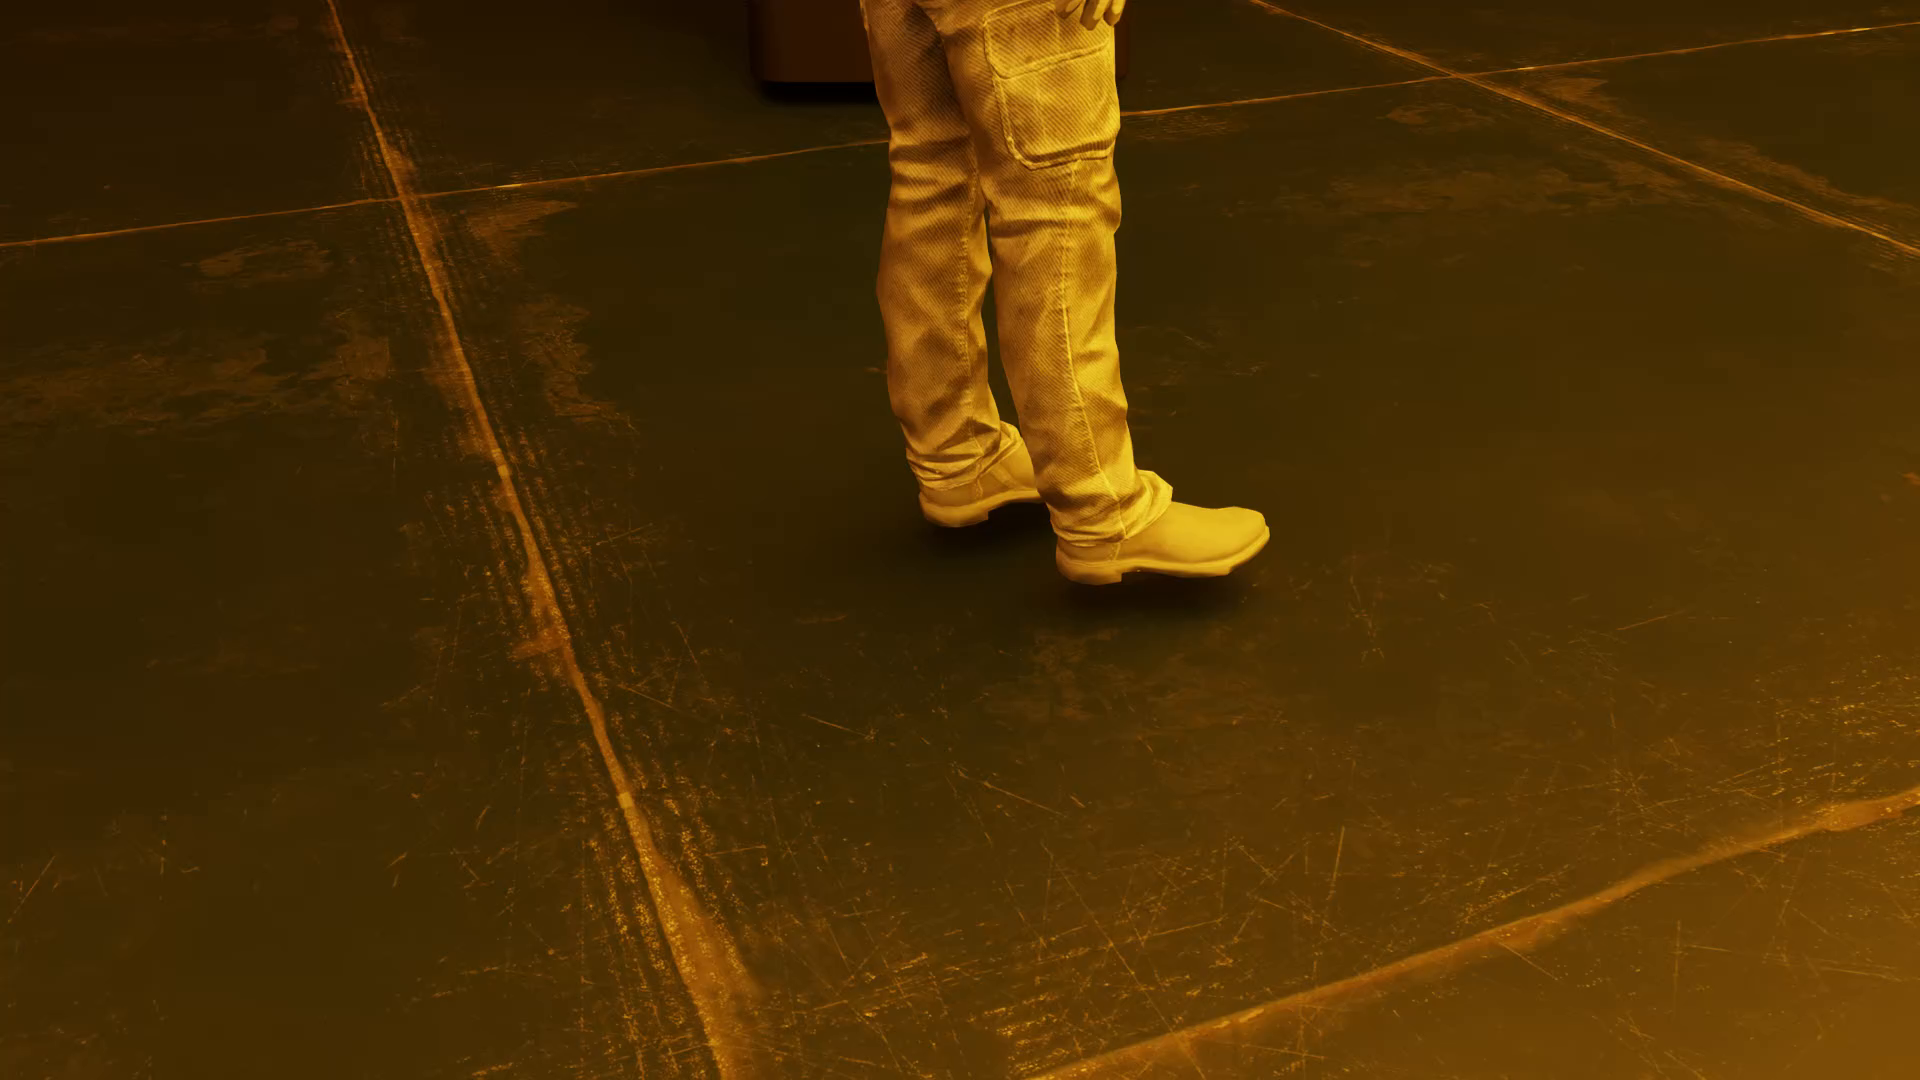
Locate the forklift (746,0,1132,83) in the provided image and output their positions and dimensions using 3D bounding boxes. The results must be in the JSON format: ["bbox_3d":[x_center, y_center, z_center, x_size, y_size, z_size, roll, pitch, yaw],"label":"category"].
[{"bbox_3d":[-0.067,-3.212,5.178,1.130,2.935,3.031,0,30,0],"label":"forklift"}]

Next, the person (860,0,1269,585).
[{"bbox_3d":[0.070,-0.826,2.052,0.575,1.784,0.657,-11,32,-19],"label":"person"}]
